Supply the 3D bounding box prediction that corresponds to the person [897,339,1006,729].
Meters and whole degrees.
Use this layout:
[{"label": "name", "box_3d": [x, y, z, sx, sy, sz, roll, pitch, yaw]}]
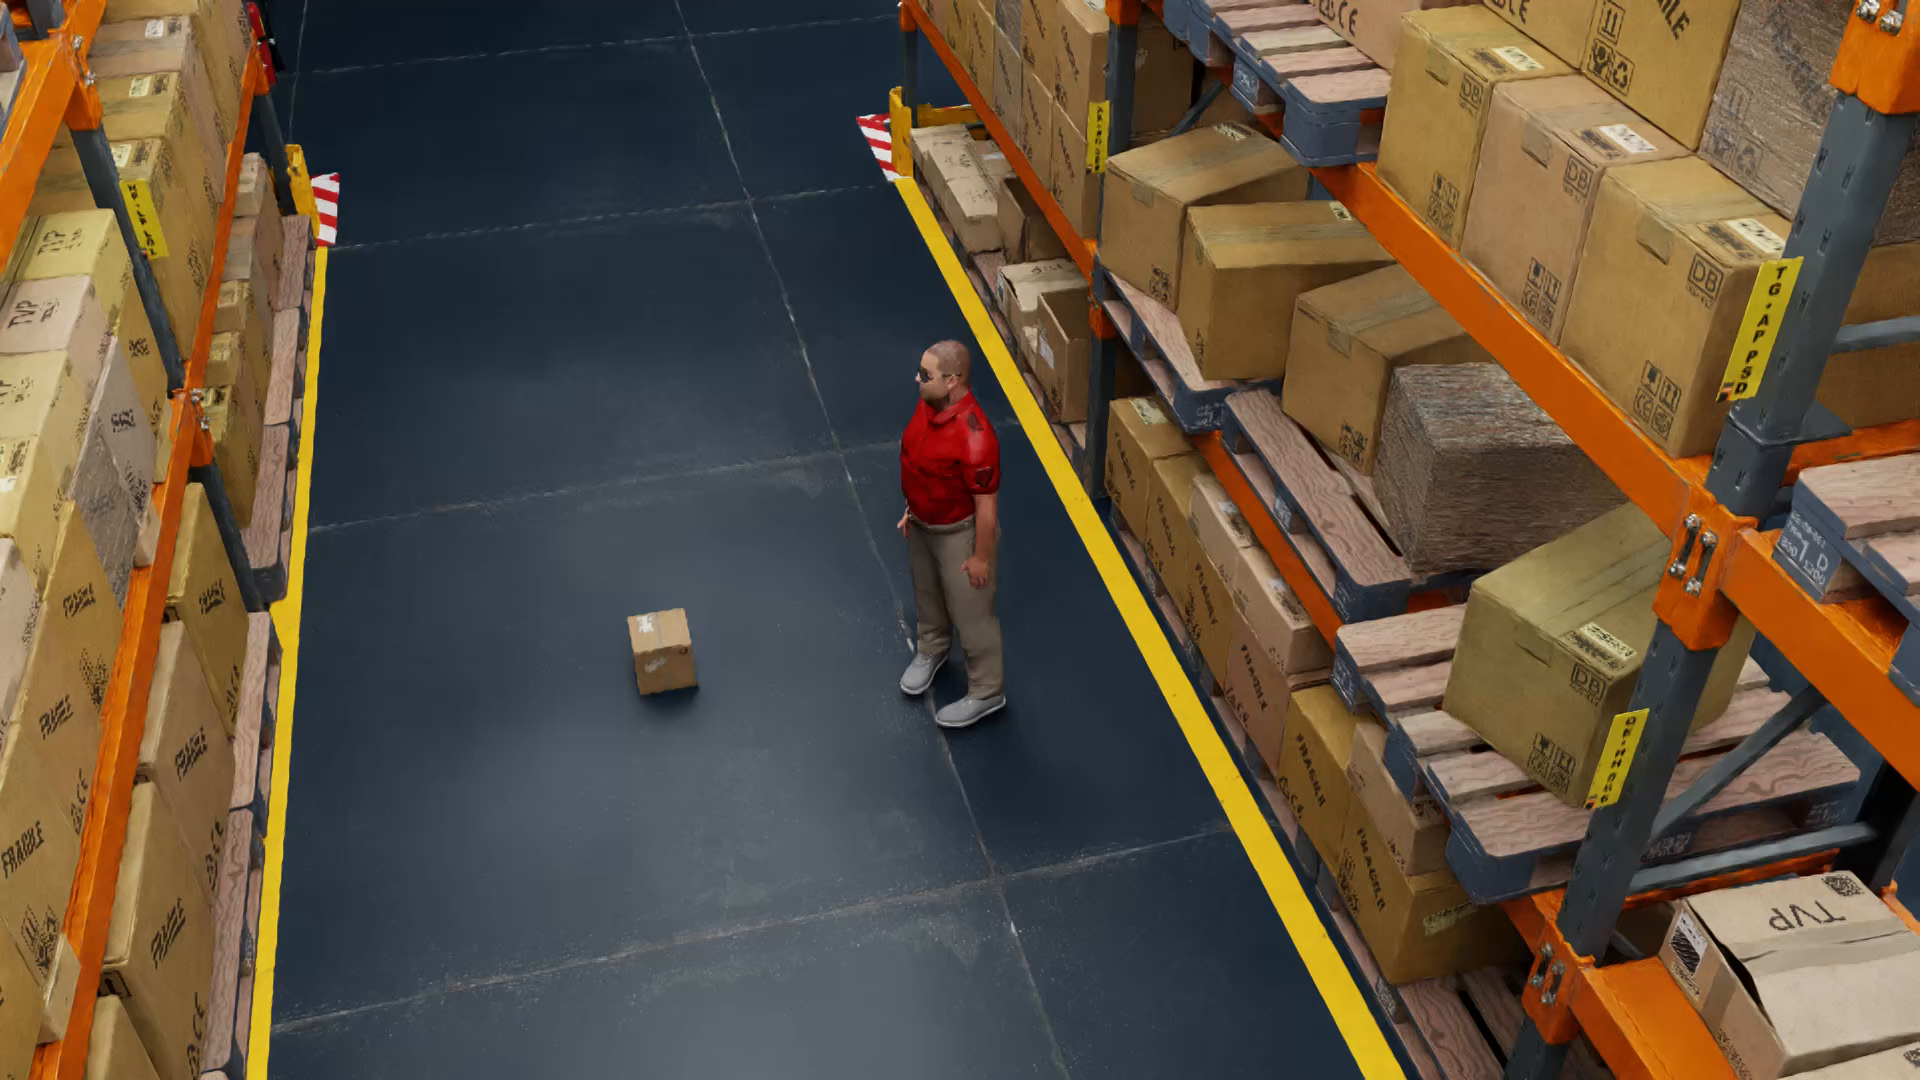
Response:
[{"label": "person", "box_3d": [-0.050, -0.037, 6.755, 0.401, 1.726, 0.546, -16, 41, -20]}]
